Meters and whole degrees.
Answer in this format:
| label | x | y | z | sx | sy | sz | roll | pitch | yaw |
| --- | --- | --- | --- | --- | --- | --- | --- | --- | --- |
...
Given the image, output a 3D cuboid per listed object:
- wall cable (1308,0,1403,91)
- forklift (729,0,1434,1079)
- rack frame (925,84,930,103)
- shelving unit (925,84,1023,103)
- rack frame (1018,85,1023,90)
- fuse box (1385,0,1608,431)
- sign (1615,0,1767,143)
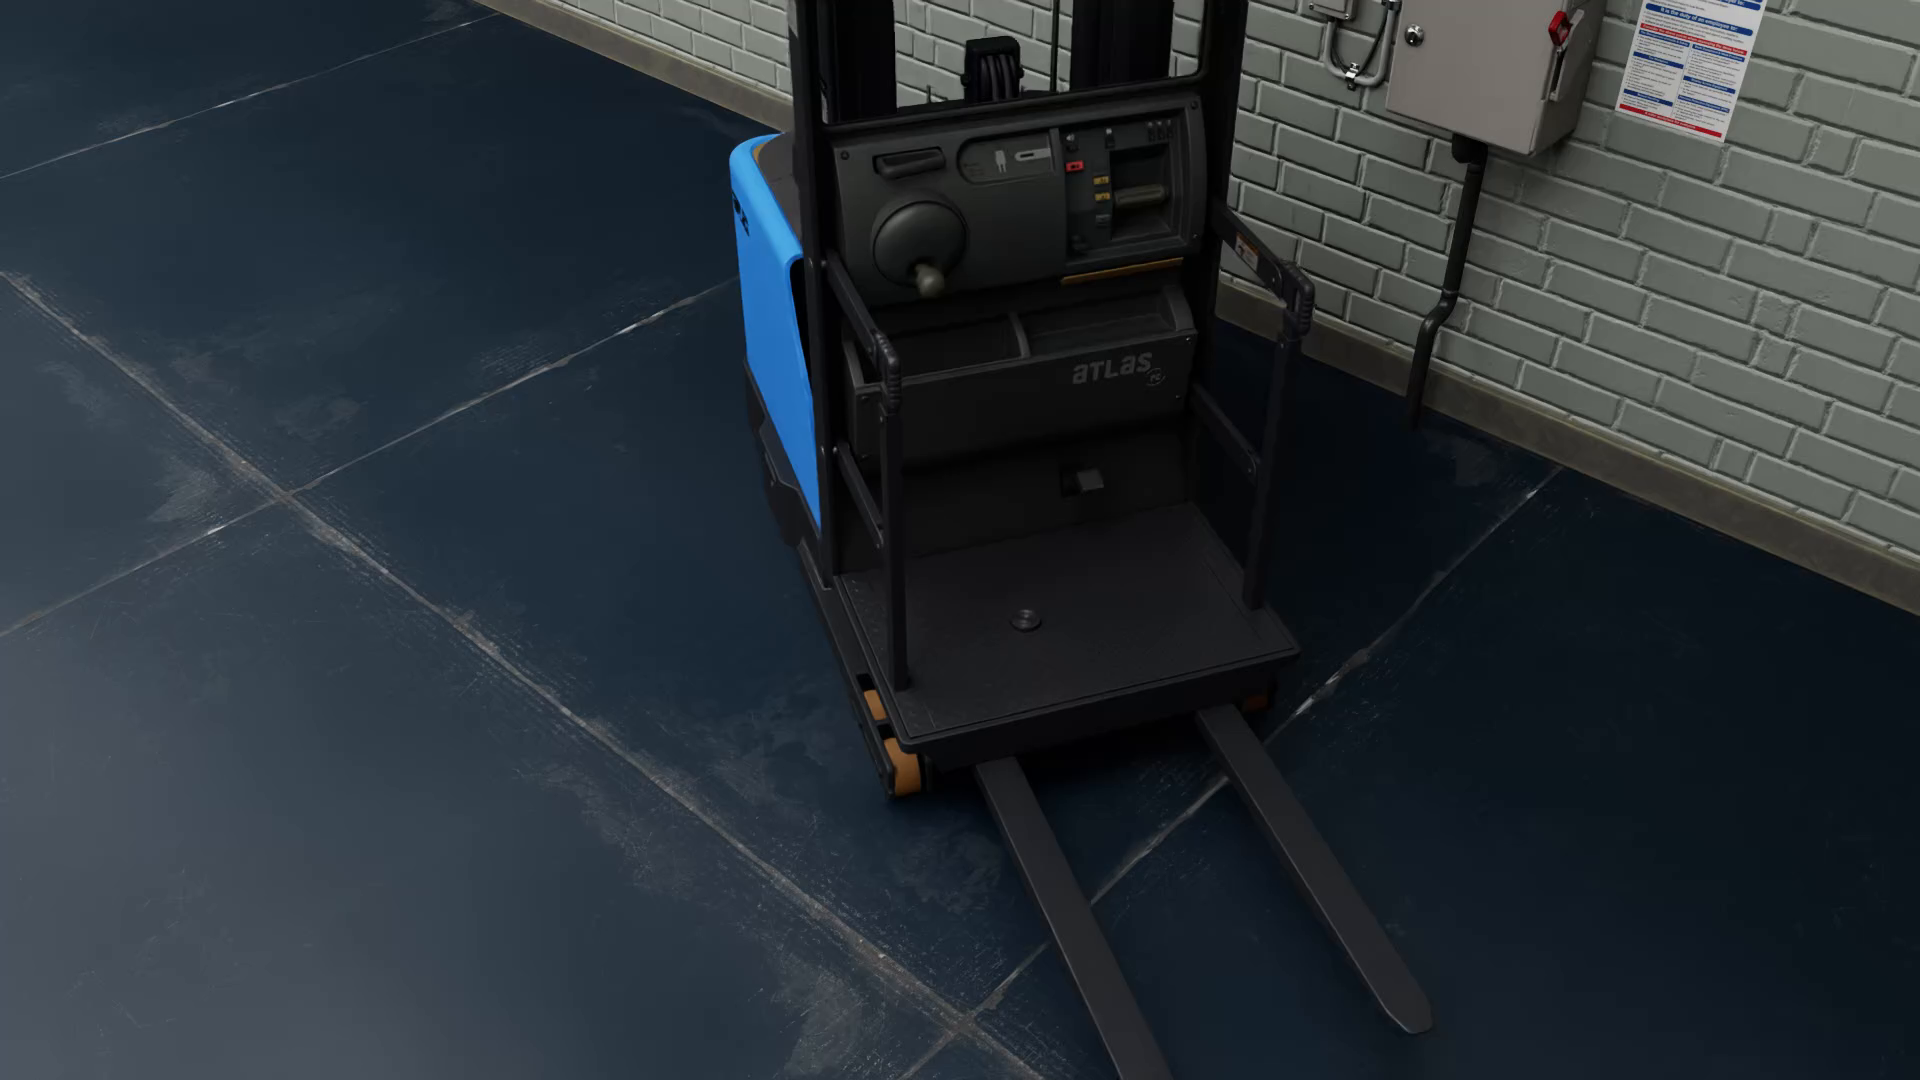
| label | x | y | z | sx | sy | sz | roll | pitch | yaw |
| --- | --- | --- | --- | --- | --- | --- | --- | --- | --- |
| wall cable | 1.151 | -2.299 | 4.915 | 0.588 | 1.984 | 0.122 | 30 | 47 | 32 |
| forklift | 0.228 | -0.754 | 3.843 | 1.130 | 2.935 | 3.031 | -12 | 40 | -14 |
| rack frame | -0.055 | -1.031 | 5.702 | 0.008 | 1.050 | 0.200 | -23 | 44 | -26 |
| shelving unit | 0.047 | -1.073 | 5.756 | 0.252 | 1.050 | 0.215 | -23 | 44 | -26 |
| rack frame | 0.148 | -1.115 | 5.809 | 0.008 | 1.050 | 0.200 | -23 | 44 | -26 |
| fuse box | 1.549 | -1.038 | 5.181 | 0.539 | 1.711 | 0.414 | 30 | 47 | 32 |
| sign | 2.053 | -1.393 | 4.668 | 0.329 | 0.494 | 0.001 | 30 | 47 | 32 |
